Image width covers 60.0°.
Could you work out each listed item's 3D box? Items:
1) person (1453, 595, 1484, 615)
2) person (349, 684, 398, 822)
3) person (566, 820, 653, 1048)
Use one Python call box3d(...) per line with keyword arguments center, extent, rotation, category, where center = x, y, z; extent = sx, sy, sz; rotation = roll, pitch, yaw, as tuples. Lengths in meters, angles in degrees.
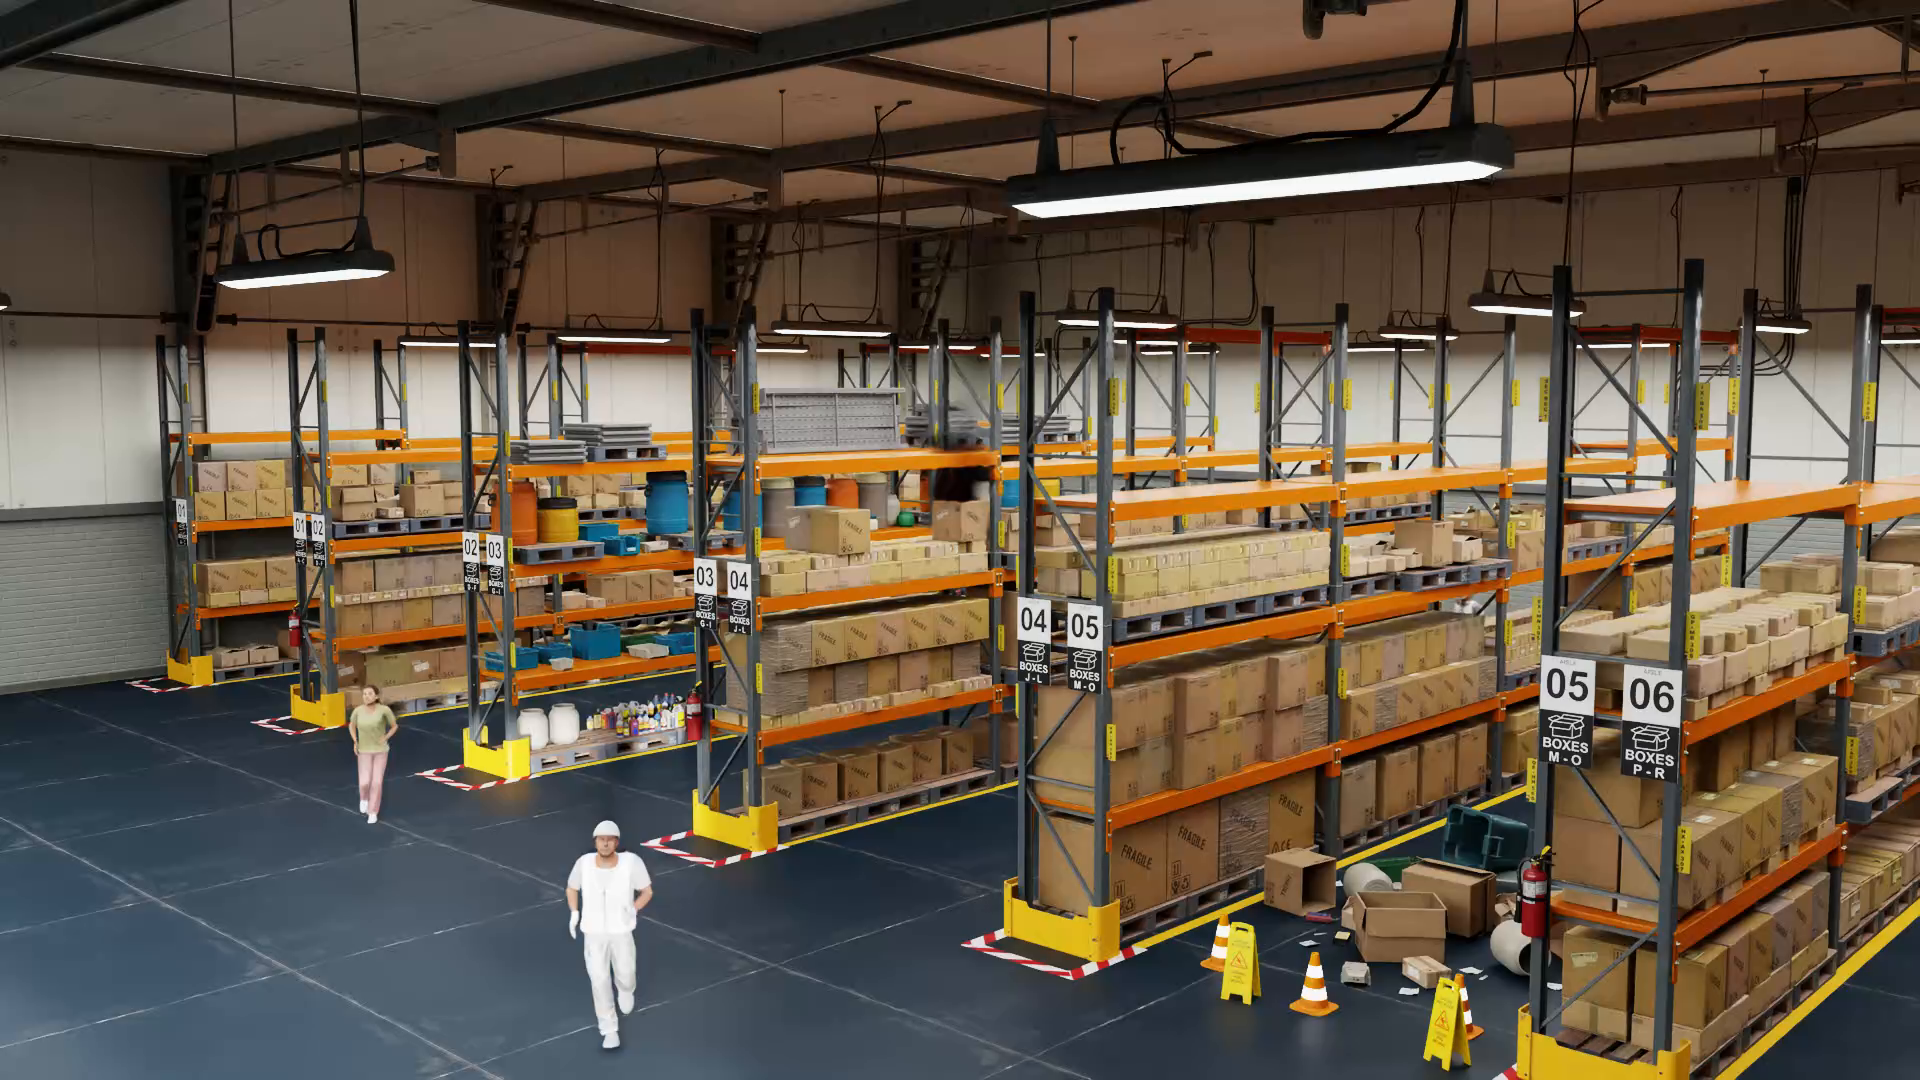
box3d(center=(8.579, 1.651, 28.125), extent=(0.660, 1.831, 0.768), rotation=(4, 7, 39), category="person")
box3d(center=(-6.931, 2.513, 19.650), extent=(0.569, 1.637, 0.551), rotation=(-1, 5, -12), category="person")
box3d(center=(-2.768, 3.063, 13.132), extent=(0.683, 1.746, 0.730), rotation=(-1, 5, -6), category="person")
